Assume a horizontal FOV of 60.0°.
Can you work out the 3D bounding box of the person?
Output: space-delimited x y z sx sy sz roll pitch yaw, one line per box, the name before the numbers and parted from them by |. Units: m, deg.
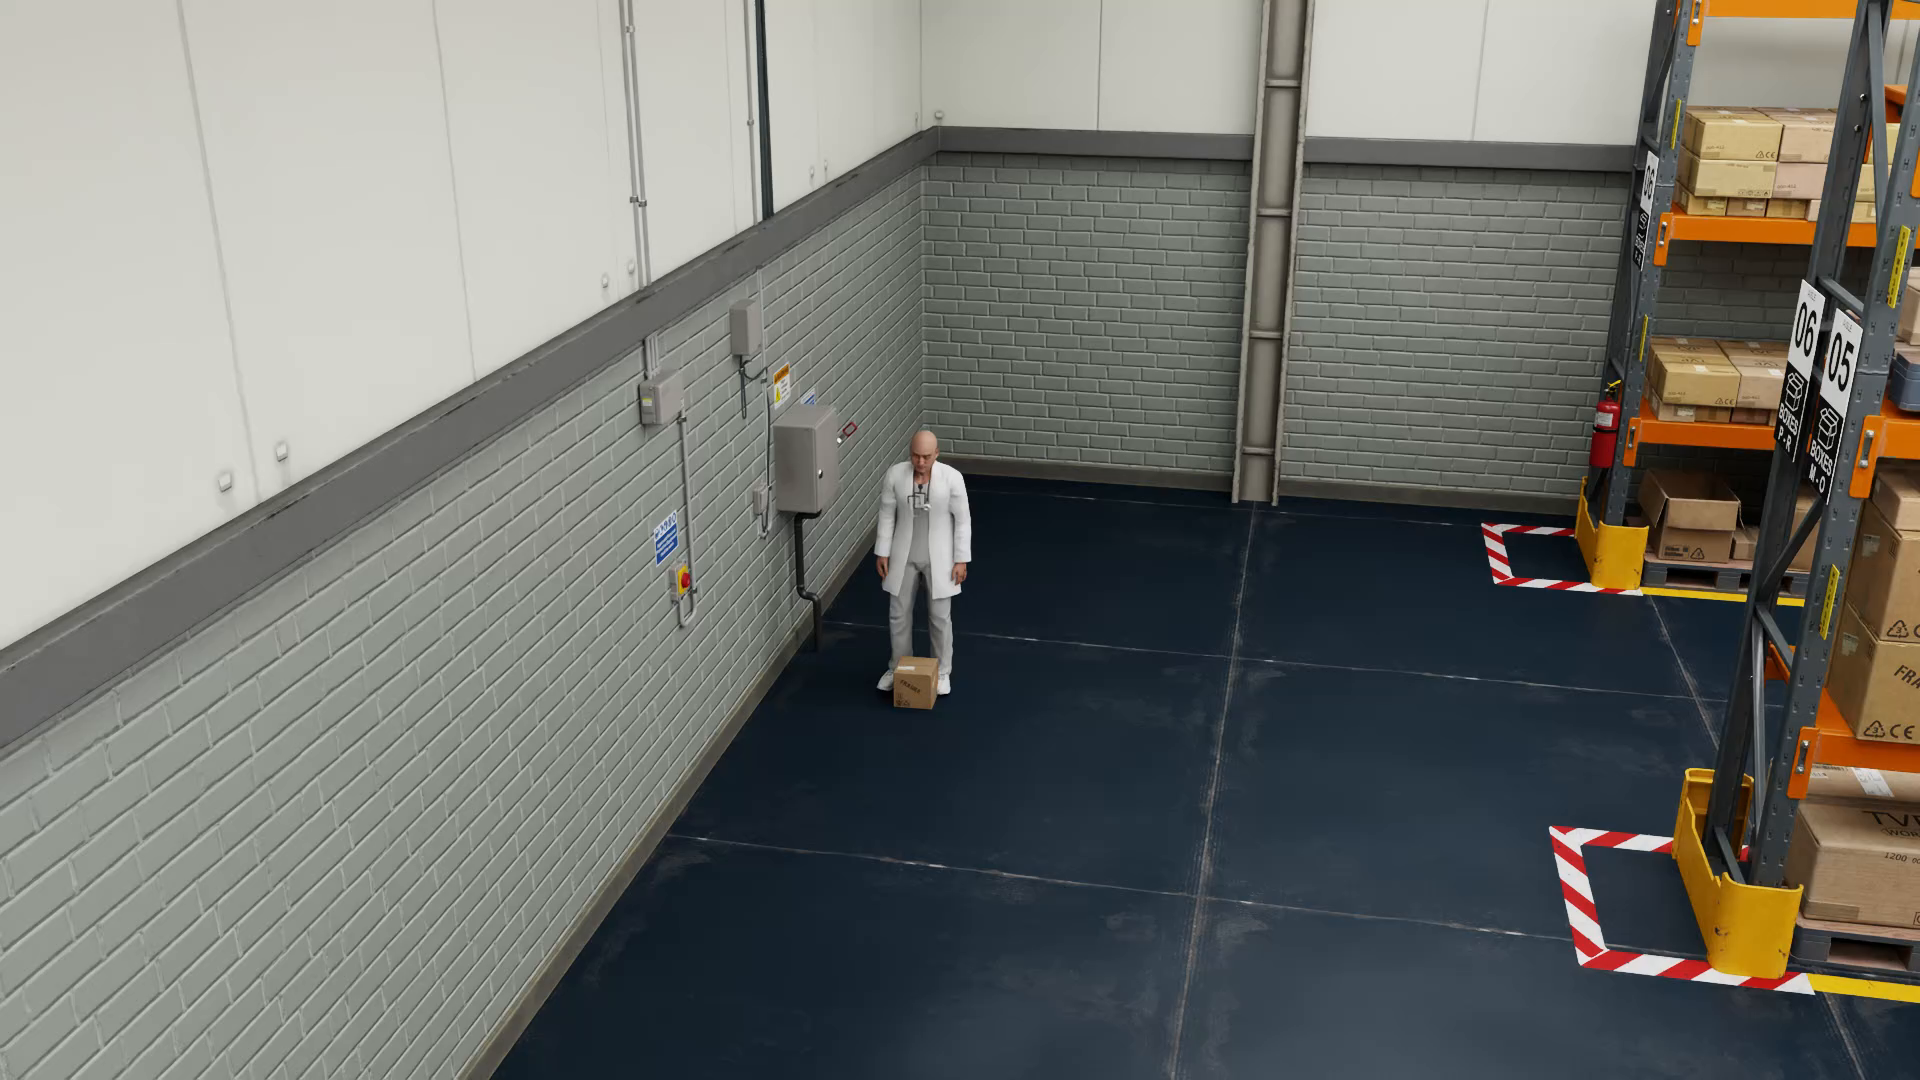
person | -0.244 0.143 10.785 0.642 1.739 0.424 4 22 9
